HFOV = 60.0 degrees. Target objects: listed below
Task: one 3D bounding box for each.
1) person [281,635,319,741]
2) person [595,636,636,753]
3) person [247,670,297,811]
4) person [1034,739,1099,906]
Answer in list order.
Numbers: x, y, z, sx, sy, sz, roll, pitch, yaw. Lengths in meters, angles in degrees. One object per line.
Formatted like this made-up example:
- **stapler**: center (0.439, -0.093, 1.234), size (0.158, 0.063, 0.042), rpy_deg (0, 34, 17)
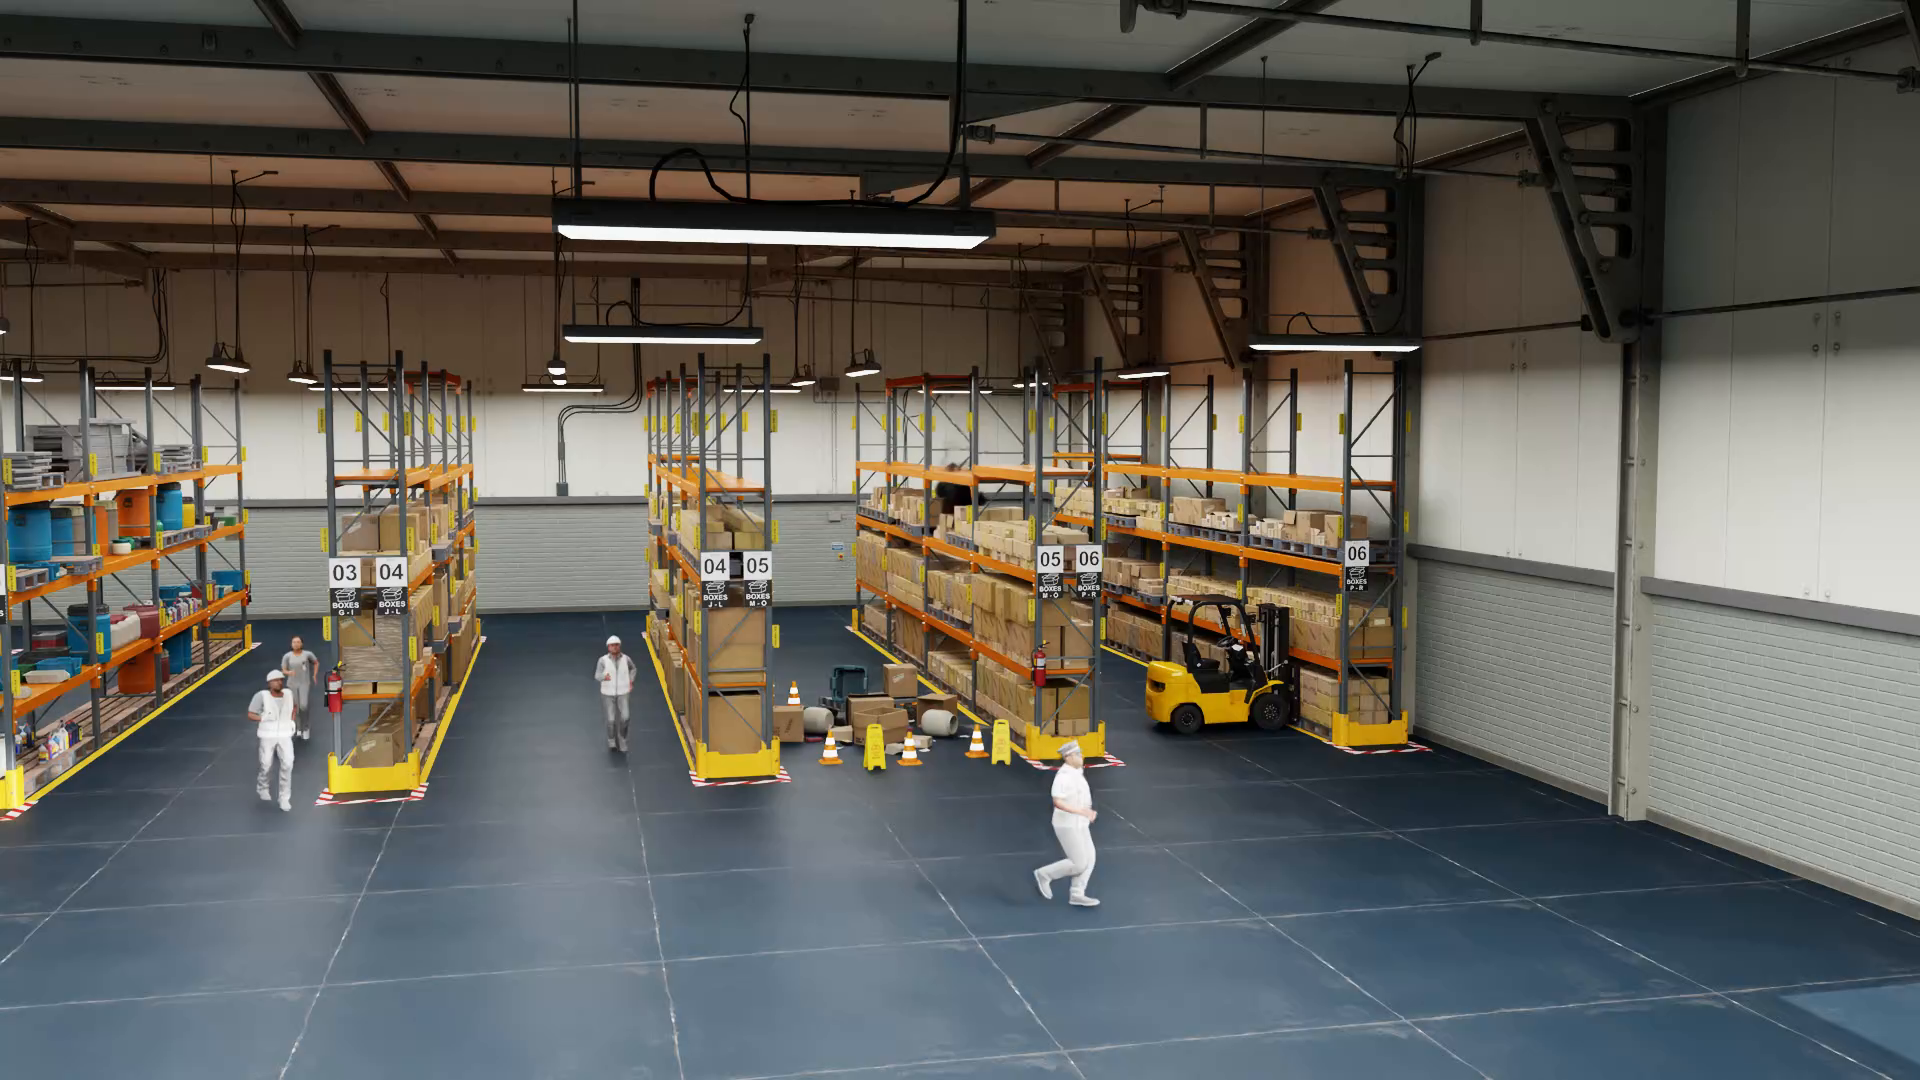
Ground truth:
- **person**: center (-10.448, 2.337, 26.311), size (0.534, 1.672, 0.687), rpy_deg (-1, 4, -14)
- **person**: center (-5.232, 2.363, 25.339), size (0.649, 1.801, 0.701), rpy_deg (-1, 4, -16)
- **person**: center (-8.973, 2.617, 21.778), size (0.677, 1.844, 0.712), rpy_deg (-3, 5, -34)
- **person**: center (1.130, 2.927, 17.276), size (0.678, 1.739, 0.658), rpy_deg (1, 4, 17)
